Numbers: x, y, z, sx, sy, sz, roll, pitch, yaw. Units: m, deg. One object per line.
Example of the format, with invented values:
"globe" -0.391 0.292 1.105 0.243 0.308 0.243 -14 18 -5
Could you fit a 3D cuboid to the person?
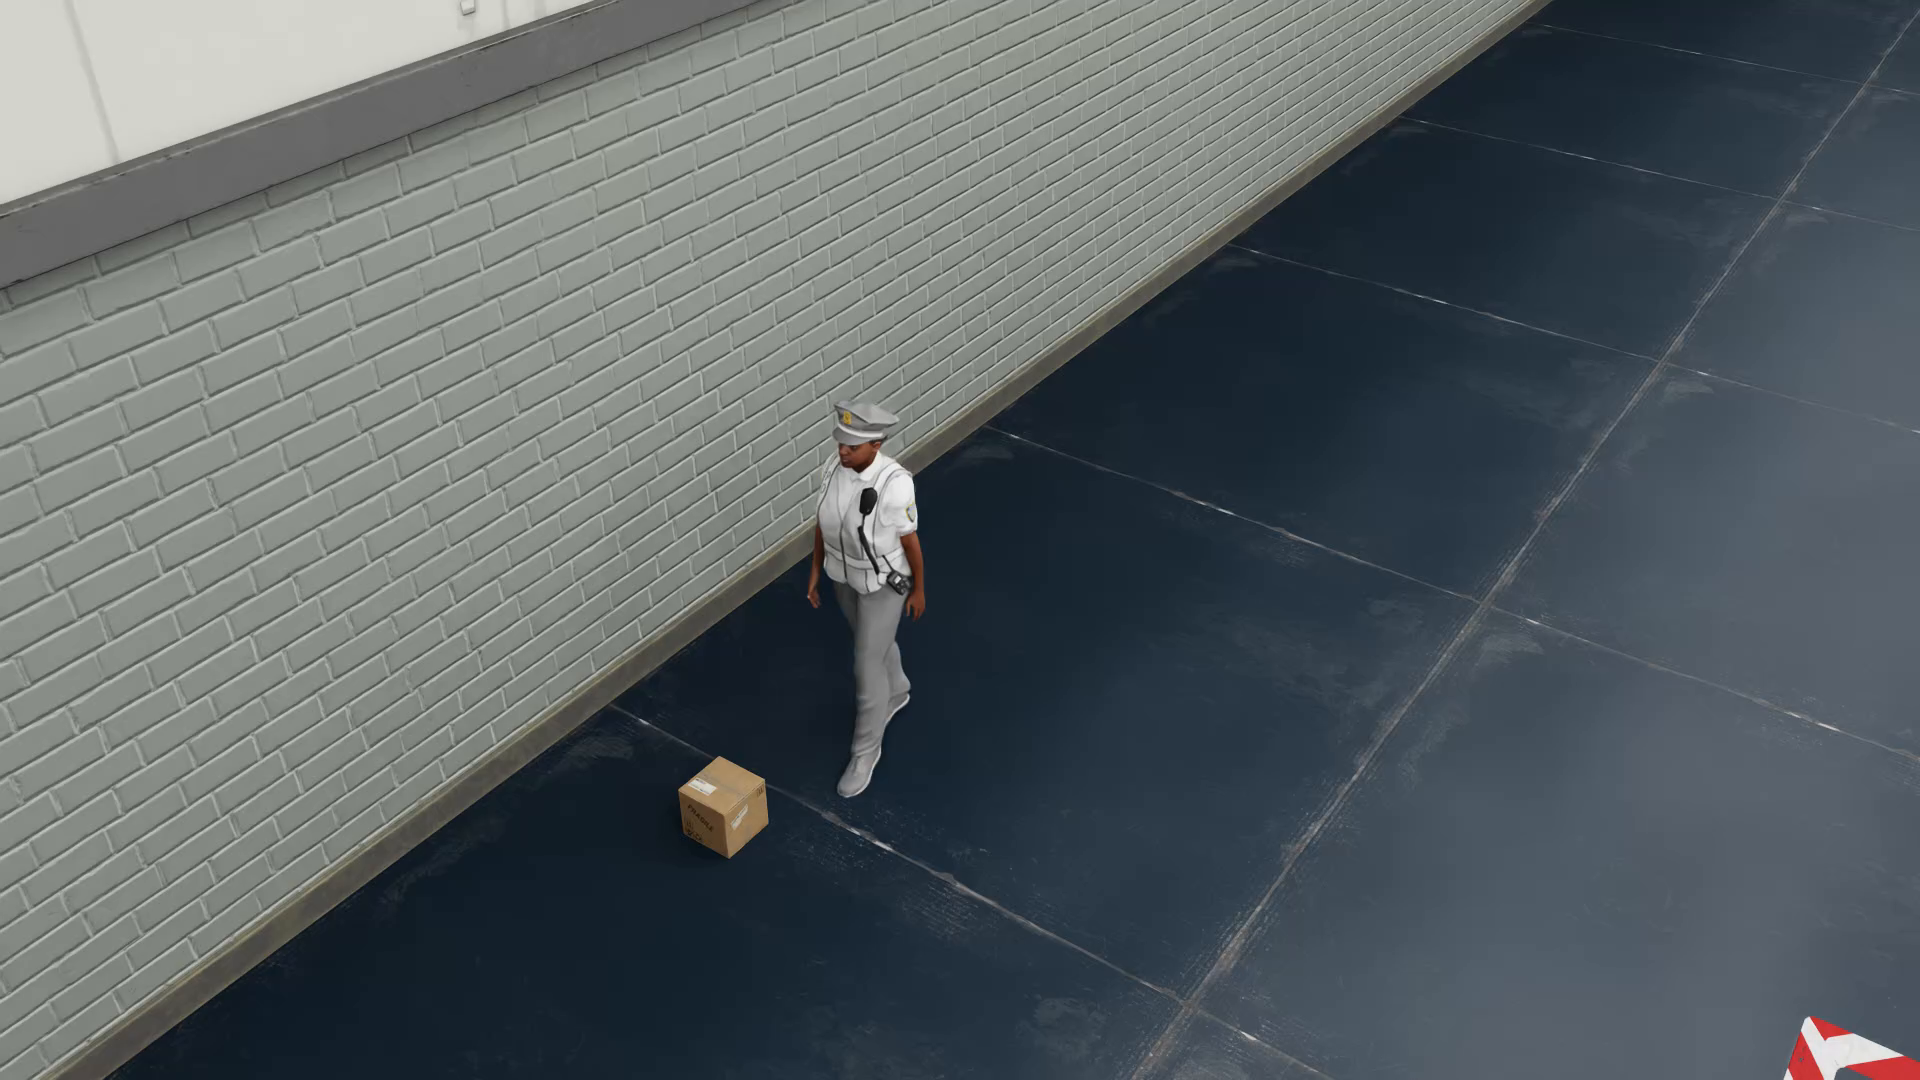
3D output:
"person" -0.430 0.190 6.849 0.463 1.708 0.637 26 42 32
